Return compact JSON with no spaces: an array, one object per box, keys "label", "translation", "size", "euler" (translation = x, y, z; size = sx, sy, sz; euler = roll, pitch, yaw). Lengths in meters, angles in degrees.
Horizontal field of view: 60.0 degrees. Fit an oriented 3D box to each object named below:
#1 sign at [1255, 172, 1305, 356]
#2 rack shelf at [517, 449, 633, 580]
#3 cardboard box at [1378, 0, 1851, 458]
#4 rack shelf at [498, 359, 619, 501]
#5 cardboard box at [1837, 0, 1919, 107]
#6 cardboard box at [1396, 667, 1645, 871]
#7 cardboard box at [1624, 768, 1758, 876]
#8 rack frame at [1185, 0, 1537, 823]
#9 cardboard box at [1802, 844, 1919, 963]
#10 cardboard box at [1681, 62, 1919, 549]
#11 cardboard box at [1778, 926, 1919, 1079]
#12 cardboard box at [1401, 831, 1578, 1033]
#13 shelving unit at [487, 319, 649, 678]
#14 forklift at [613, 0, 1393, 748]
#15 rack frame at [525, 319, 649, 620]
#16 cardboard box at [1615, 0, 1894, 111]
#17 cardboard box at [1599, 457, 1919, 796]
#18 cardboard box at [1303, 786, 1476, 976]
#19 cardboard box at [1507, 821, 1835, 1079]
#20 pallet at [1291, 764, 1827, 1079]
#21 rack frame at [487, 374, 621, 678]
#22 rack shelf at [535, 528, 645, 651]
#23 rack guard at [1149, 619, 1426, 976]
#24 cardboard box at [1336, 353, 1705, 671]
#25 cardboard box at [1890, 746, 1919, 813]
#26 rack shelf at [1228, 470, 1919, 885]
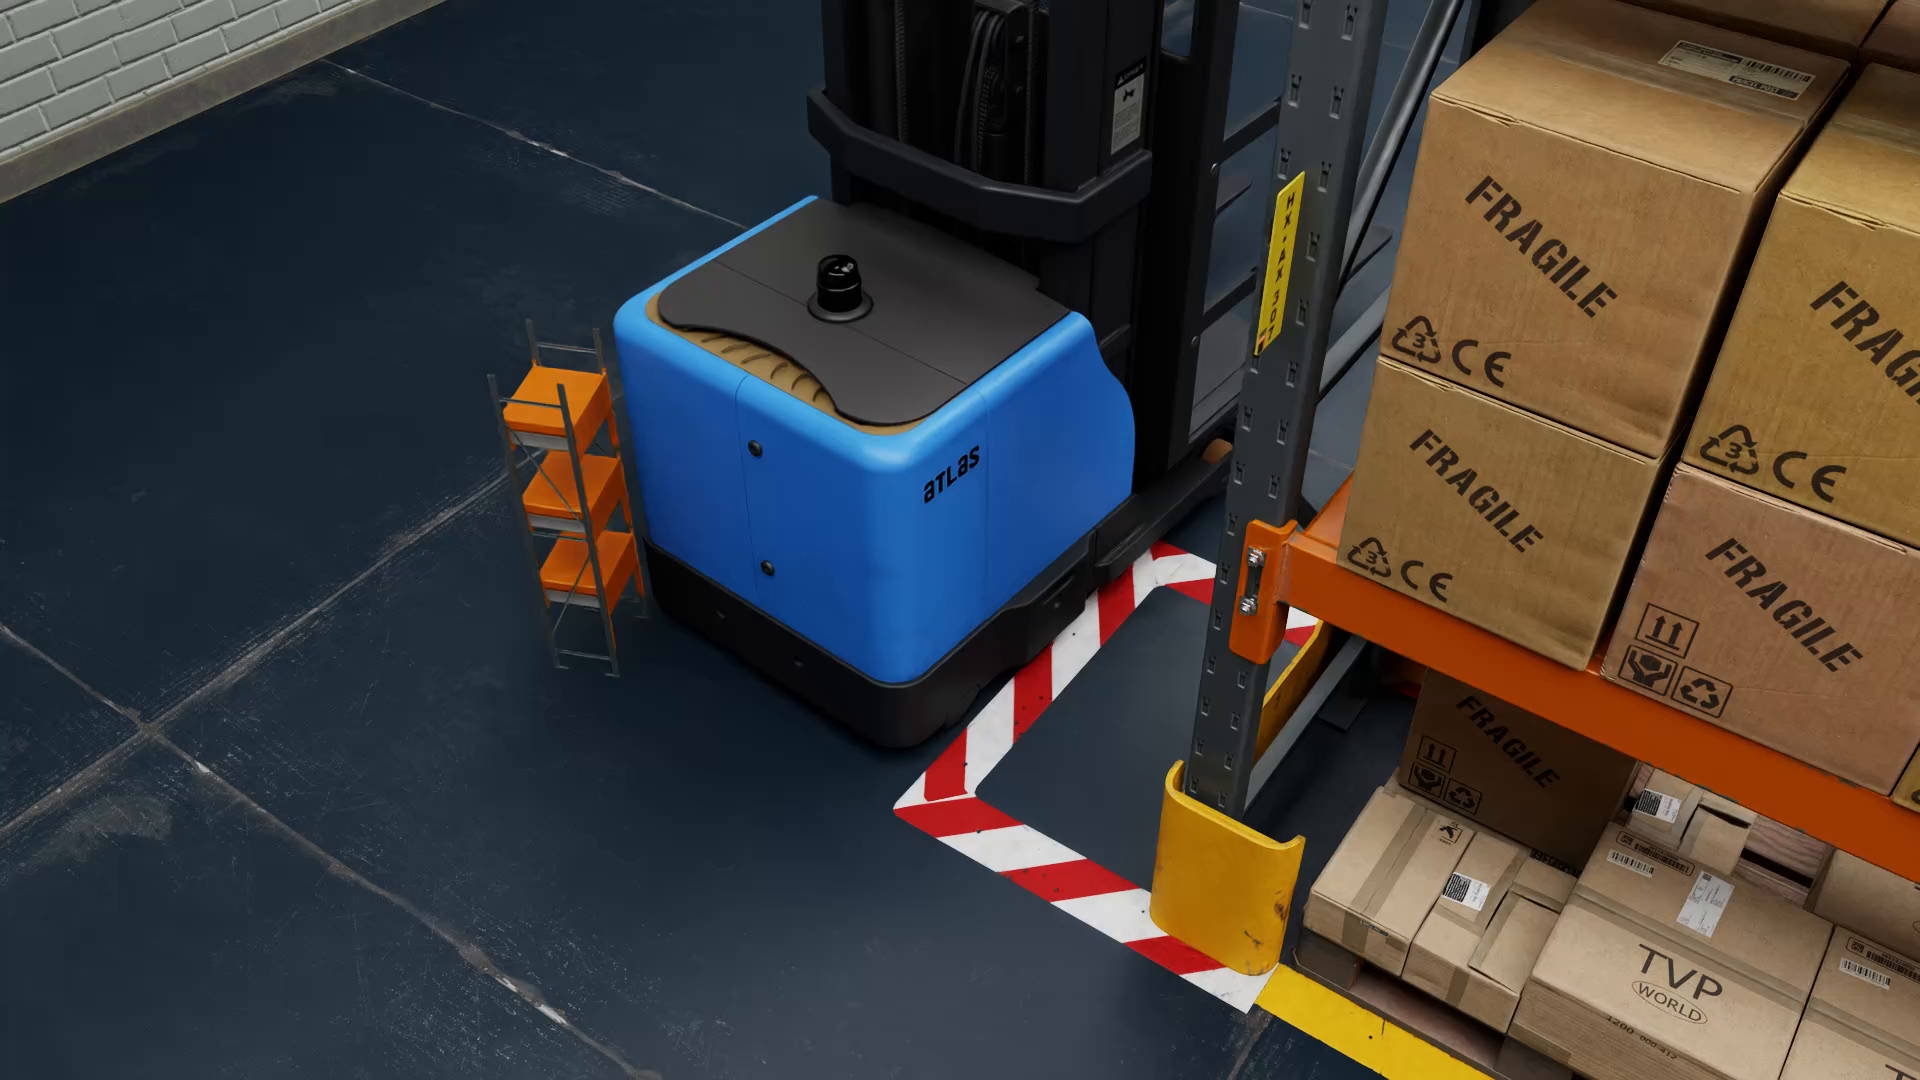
[{"label":"sign","translation":[0.555,-0.476,2.883],"size":[0.005,0.325,0.100],"euler":[25,48,25]},{"label":"rack shelf","translation":[-1.054,-0.079,4.566],"size":[0.215,0.259,0.240],"euler":[8,43,8]},{"label":"cardboard box","translation":[1.078,-0.545,2.785],"size":[0.500,0.500,0.500],"euler":[27,48,27]},{"label":"rack shelf","translation":[-1.053,-0.290,4.376],"size":[0.215,0.259,0.240],"euler":[8,43,8]},{"label":"cardboard box","translation":[1.803,-0.646,2.898],"size":[0.500,0.500,0.500],"euler":[26,48,26]},{"label":"cardboard box","translation":[1.453,0.392,4.107],"size":[0.500,0.500,0.500],"euler":[25,48,25]},{"label":"cardboard box","translation":[1.733,0.720,3.990],"size":[0.250,0.166,0.380],"euler":[25,48,25]},{"label":"rack frame","translation":[0.866,-0.449,3.503],"size":[0.127,3.000,1.000],"euler":[25,48,25]},{"label":"cardboard box","translation":[2.214,0.865,3.766],"size":[0.500,0.250,0.500],"euler":[25,48,25]},{"label":"cardboard box","translation":[1.511,-0.349,2.566],"size":[0.500,0.500,0.500],"euler":[26,48,26]},{"label":"cardboard box","translation":[1.967,1.157,3.439],"size":[0.500,0.250,0.500],"euler":[25,48,25]},{"label":"cardboard box","translation":[1.217,0.886,3.805],"size":[0.250,0.166,0.380],"euler":[25,48,25]},{"label":"shelving unit","translation":[-1.054,-0.087,4.558],"size":[0.215,1.050,0.252],"euler":[8,43,8]},{"label":"forklift","translation":[0.401,-1.447,4.669],"size":[1.130,2.935,3.031],"euler":[29,49,28]},{"label":"rack frame","translation":[-1.030,-0.167,4.647],"size":[0.200,1.050,0.008],"euler":[8,43,8]},{"label":"cardboard box","translation":[1.389,-0.839,3.113],"size":[0.500,0.500,0.500],"euler":[25,47,25]},{"label":"cardboard box","translation":[1.504,0.022,2.901],"size":[0.500,0.500,0.500],"euler":[25,47,25]},{"label":"cardboard box","translation":[1.012,0.797,3.918],"size":[0.250,0.149,0.380],"euler":[25,48,25]},{"label":"cardboard box","translation":[1.558,0.966,3.653],"size":[0.500,0.250,0.500],"euler":[25,48,25]},{"label":"pallet","translation":[1.582,0.924,4.060],"size":[1.213,0.211,1.003],"euler":[25,48,25]},{"label":"rack frame","translation":[-1.078,-0.007,4.470],"size":[0.200,1.050,0.008],"euler":[8,43,8]},{"label":"rack shelf","translation":[-1.055,0.128,4.751],"size":[0.215,0.259,0.240],"euler":[8,43,8]},{"label":"rack guard","translation":[0.929,0.511,4.304],"size":[0.348,0.500,1.175],"euler":[25,48,25]},{"label":"cardboard box","translation":[1.078,-0.173,3.119],"size":[0.500,0.500,0.500],"euler":[26,48,26]},{"label":"cardboard box","translation":[1.913,0.216,2.685],"size":[0.500,0.500,0.500],"euler":[25,47,25]},{"label":"rack shelf","translation":[2.504,0.584,2.887],"size":[4.000,0.370,1.077],"euler":[25,48,25]}]
